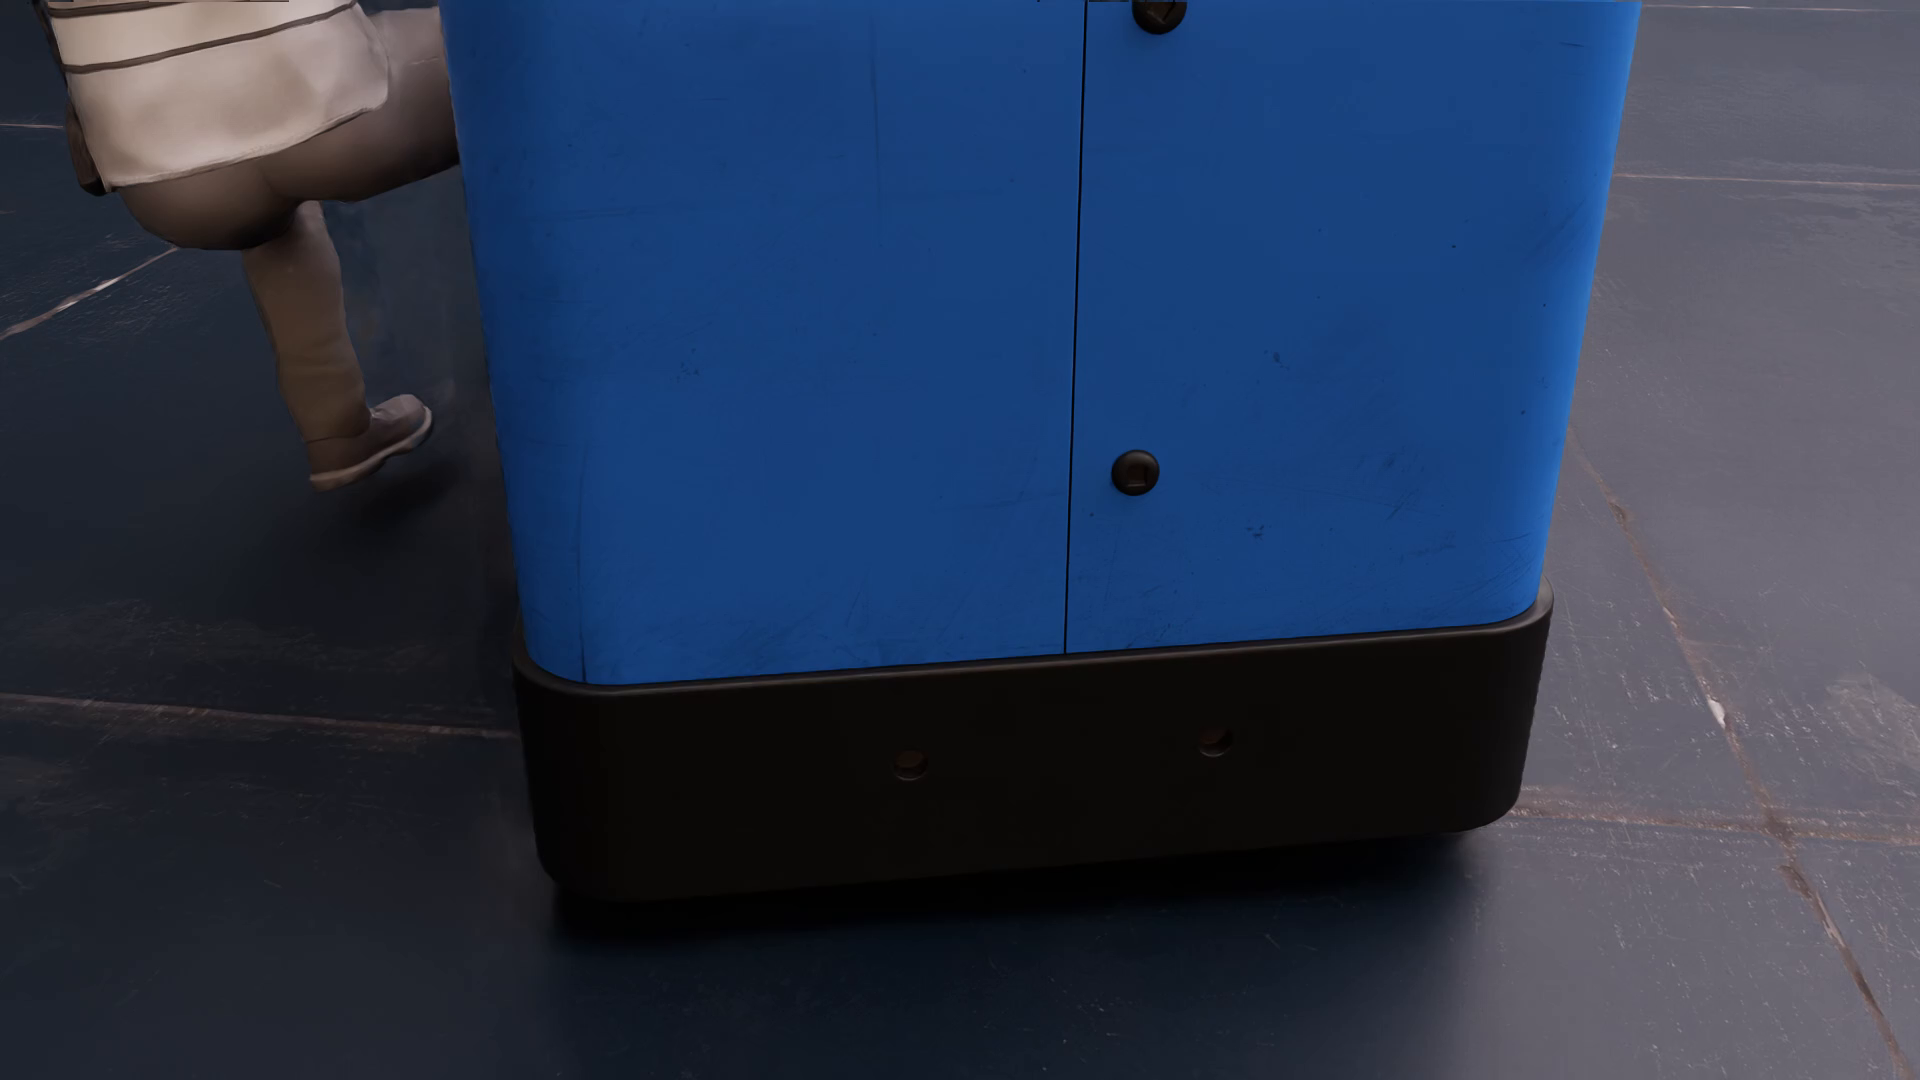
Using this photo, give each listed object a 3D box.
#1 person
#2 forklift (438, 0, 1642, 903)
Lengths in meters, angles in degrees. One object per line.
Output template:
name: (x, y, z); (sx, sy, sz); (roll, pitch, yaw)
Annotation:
person: (-1.045, -0.680, 2.251); (1.501, 1.322, 0.726); (-8, 28, -15)
forklift: (-0.105, -1.587, 2.398); (1.130, 2.935, 3.031); (-4, 27, -7)
